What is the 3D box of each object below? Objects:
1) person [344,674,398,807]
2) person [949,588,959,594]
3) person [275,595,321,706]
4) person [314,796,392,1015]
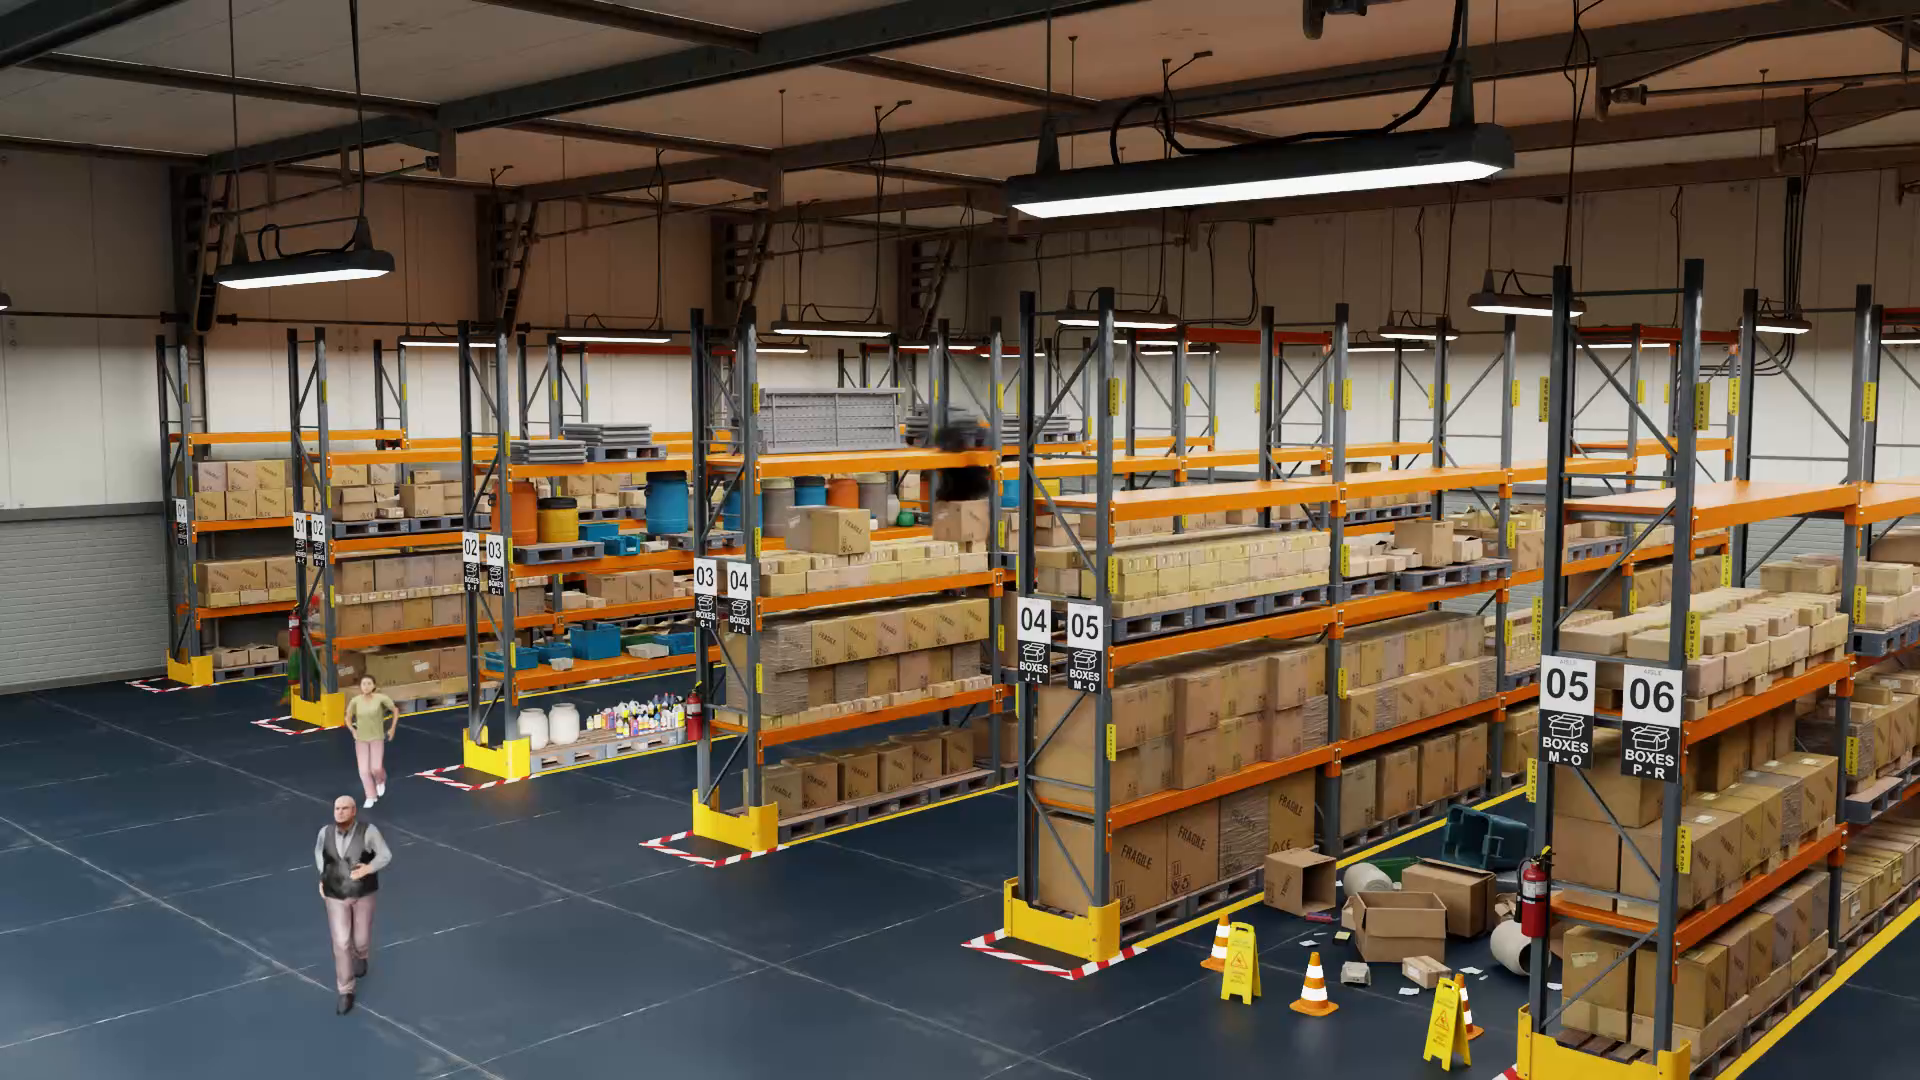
[{"bbox_3d":[-7.216,2.446,20.387,0.614,1.634,0.570,-1,5,-12],"label":"person"},{"bbox_3d":[-0.102,1.324,32.869,0.545,1.497,0.885,4,6,33],"label":"person"},{"bbox_3d":[-10.491,1.753,26.807,0.711,1.773,0.979,4,7,35],"label":"person"},{"bbox_3d":[-5.106,2.998,13.993,0.648,1.735,0.890,-1,5,-12],"label":"person"}]
